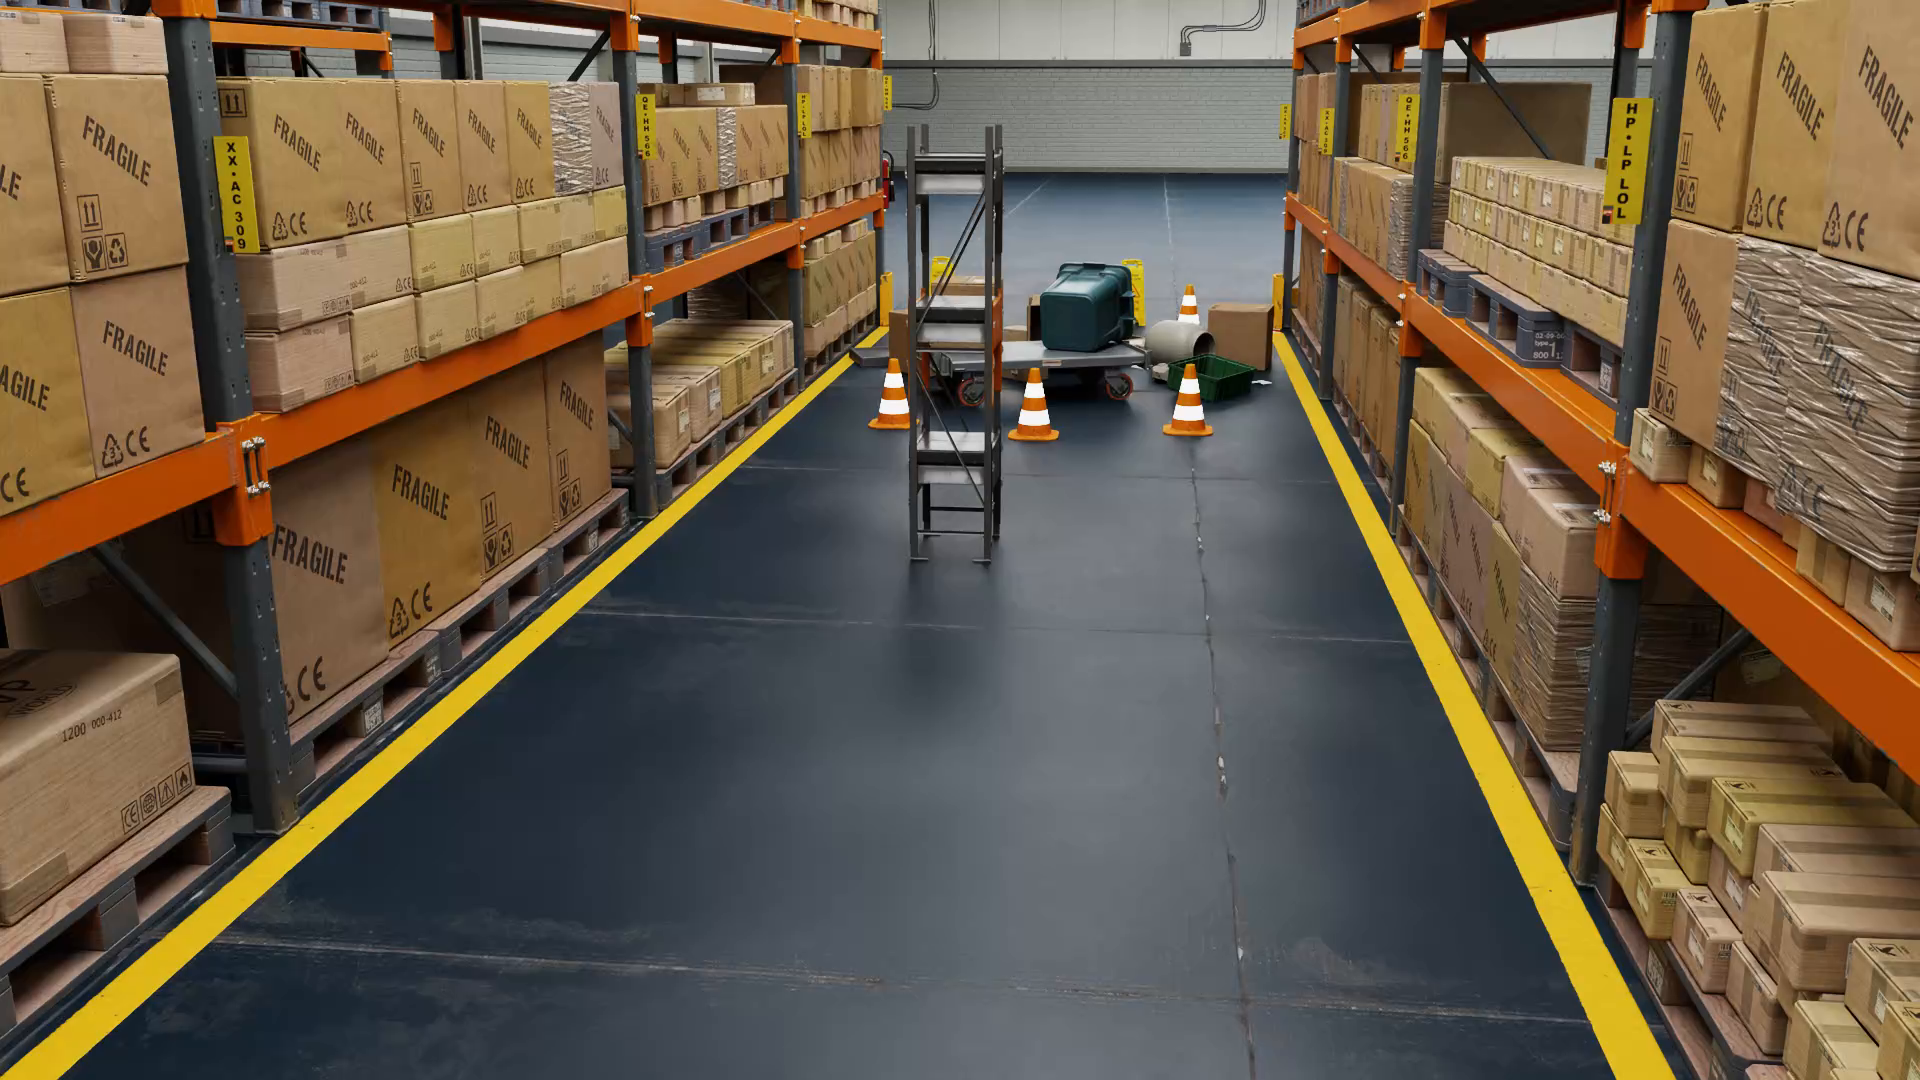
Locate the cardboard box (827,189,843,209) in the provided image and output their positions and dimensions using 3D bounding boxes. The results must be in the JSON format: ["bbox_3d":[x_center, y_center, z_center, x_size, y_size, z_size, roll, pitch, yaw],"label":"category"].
[{"bbox_3d":[-1.205,-2.902,14.128,0.380,0.149,0.250,2,15,7],"label":"cardboard box"}]

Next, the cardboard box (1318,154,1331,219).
[{"bbox_3d":[3.286,-2.811,13.025,0.875,0.550,0.550,2,15,6],"label":"cardboard box"}]

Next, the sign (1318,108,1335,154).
[{"bbox_3d":[2.665,-2.972,12.095,0.100,0.325,0.005,2,15,6],"label":"sign"}]

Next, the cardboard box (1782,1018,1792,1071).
[{"bbox_3d":[1.973,1.107,3.479,0.380,0.149,0.250,1,15,4],"label":"cardboard box"}]

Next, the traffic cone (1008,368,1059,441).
[{"bbox_3d":[0.499,-0.927,11.204,0.336,0.463,0.334,2,15,6],"label":"traffic cone"}]

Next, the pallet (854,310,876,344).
[{"bbox_3d":[-1.397,-2.081,15.954,1.003,0.211,1.213,2,15,6],"label":"pallet"}]

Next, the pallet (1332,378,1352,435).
[{"bbox_3d":[3.204,-0.951,11.776,1.003,0.211,1.213,2,15,6],"label":"pallet"}]

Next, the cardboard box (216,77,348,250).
[{"bbox_3d":[-2.281,-1.181,5.176,0.500,0.500,0.500,2,15,7],"label":"cardboard box"}]

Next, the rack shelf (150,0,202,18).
[{"bbox_3d":[-2.842,-1.126,2.713,1.077,0.370,4.000,2,15,6],"label":"rack shelf"}]

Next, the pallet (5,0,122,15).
[{"bbox_3d":[-6.732,-3.891,11.925,0.805,0.209,1.217,1,15,4],"label":"pallet"}]

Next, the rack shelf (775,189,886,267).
[{"bbox_3d":[-1.487,-2.791,14.614,1.077,0.370,4.000,2,15,6],"label":"rack shelf"}]

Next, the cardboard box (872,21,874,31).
[{"bbox_3d":[-1.024,-4.883,15.707,0.380,0.149,0.250,2,15,7],"label":"cardboard box"}]

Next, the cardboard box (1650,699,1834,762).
[{"bbox_3d":[2.069,0.545,4.418,0.380,0.149,0.250,2,15,9],"label":"cardboard box"}]

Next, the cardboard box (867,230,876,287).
[{"bbox_3d":[-1.093,-2.679,15.848,0.500,0.500,0.500,2,15,7],"label":"cardboard box"}]

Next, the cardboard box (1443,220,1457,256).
[{"bbox_3d":[2.514,-1.434,7.894,0.380,0.149,0.250,1,15,5],"label":"cardboard box"}]

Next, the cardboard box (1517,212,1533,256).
[{"bbox_3d":[2.341,-1.164,6.326,0.380,0.149,0.250,2,15,8],"label":"cardboard box"}]

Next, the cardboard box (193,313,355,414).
[{"bbox_3d":[-2.304,-0.578,5.342,0.500,0.250,0.500,1,15,5],"label":"cardboard box"}]

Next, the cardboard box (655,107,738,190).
[{"bbox_3d":[-1.715,-2.489,10.555,0.500,0.500,0.500,1,15,4],"label":"cardboard box"}]

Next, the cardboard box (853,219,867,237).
[{"bbox_3d":[-1.068,-2.895,15.404,0.380,0.149,0.250,2,15,8],"label":"cardboard box"}]

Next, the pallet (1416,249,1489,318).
[{"bbox_3d":[2.791,-1.182,7.653,1.213,0.211,1.003,2,15,6],"label":"pallet"}]

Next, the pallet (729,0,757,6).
[{"bbox_3d":[-2.003,-3.551,10.659,1.213,0.211,1.003,2,15,6],"label":"pallet"}]

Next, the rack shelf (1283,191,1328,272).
[{"bbox_3d":[3.442,-2.671,14.172,1.077,0.370,4.000,2,15,6],"label":"rack shelf"}]

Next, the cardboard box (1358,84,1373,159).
[{"bbox_3d":[3.166,-2.902,11.539,0.700,0.500,0.500,1,15,5],"label":"cardboard box"}]

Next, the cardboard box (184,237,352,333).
[{"bbox_3d":[-2.286,-0.819,5.274,0.500,0.250,0.500,1,15,5],"label":"cardboard box"}]

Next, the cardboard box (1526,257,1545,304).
[{"bbox_3d":[2.306,-0.953,6.117,0.380,0.149,0.250,2,15,9],"label":"cardboard box"}]

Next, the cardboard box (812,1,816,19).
[{"bbox_3d":[-1.363,-4.217,13.246,0.380,0.149,0.250,2,15,8],"label":"cardboard box"}]

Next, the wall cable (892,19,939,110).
[{"bbox_3d":[-2.137,-13.551,47.485,3.097,2.526,0.112,2,15,6],"label":"wall cable"}]

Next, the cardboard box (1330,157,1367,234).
[{"bbox_3d":[2.890,-2.419,11.672,0.500,0.500,0.500,2,15,7],"label":"cardboard box"}]

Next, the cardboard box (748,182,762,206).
[{"bbox_3d":[-1.563,-2.357,11.310,0.380,0.149,0.250,2,15,7],"label":"cardboard box"}]

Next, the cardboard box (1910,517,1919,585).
[{"bbox_3d":[1.835,-0.098,2.515,0.500,0.500,0.500,2,15,9],"label":"cardboard box"}]

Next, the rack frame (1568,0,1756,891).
[{"bbox_3d":[2.314,-0.425,4.486,1.000,3.000,0.127,2,15,6],"label":"rack frame"}]

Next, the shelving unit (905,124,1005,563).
[{"bbox_3d":[-0.019,-0.971,8.229,0.431,2.100,0.503,2,15,6],"label":"shelving unit"}]

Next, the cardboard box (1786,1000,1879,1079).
[{"bbox_3d":[1.845,1.026,3.207,0.380,0.149,0.250,2,15,6],"label":"cardboard box"}]

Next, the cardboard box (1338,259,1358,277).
[{"bbox_3d":[3.357,-1.838,12.978,0.875,0.875,0.875,2,15,7],"label":"cardboard box"}]

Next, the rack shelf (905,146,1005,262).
[{"bbox_3d":[-0.019,-1.633,8.050,0.431,0.518,0.480,2,15,6],"label":"rack shelf"}]

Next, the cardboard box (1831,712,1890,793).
[{"bbox_3d":[2.532,0.561,4.357,0.380,0.149,0.250,2,15,8],"label":"cardboard box"}]

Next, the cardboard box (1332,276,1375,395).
[{"bbox_3d":[3.236,-1.453,11.793,1.050,0.750,0.750,2,15,6],"label":"cardboard box"}]

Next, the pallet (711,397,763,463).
[{"bbox_3d":[-1.935,-0.754,11.046,1.003,0.211,1.213,2,15,6],"label":"pallet"}]

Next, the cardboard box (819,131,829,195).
[{"bbox_3d":[-1.353,-3.048,13.426,0.500,0.500,0.500,2,15,6],"label":"cardboard box"}]

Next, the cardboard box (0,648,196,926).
[{"bbox_3d":[-2.793,0.649,4.618,0.875,0.438,0.875,1,15,5],"label":"cardboard box"}]

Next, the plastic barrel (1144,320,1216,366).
[{"bbox_3d":[1.820,-1.595,13.751,0.421,0.421,0.512,-14,20,-42],"label":"plastic barrel"}]

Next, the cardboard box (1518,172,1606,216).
[{"bbox_3d":[2.342,-1.311,6.302,0.380,0.149,0.250,1,15,5],"label":"cardboard box"}]

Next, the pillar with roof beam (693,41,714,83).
[{"bbox_3d":[-0.860,-11.086,32.419,9.100,9.000,0.400,2,15,6],"label":"pillar with roof beam"}]

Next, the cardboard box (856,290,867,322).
[{"bbox_3d":[-1.152,-2.180,15.442,0.500,0.250,0.500,2,15,6],"label":"cardboard box"}]

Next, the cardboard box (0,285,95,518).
[{"bbox_3d":[-2.467,-0.331,3.949,0.500,0.500,0.500,1,15,5],"label":"cardboard box"}]

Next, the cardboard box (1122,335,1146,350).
[{"bbox_3d":[1.581,-1.680,14.366,0.396,0.266,0.258,4,16,16],"label":"cardboard box"}]

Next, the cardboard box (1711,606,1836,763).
[{"bbox_3d":[2.661,0.395,5.438,0.500,0.500,0.500,2,15,8],"label":"cardboard box"}]

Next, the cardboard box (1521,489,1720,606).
[{"bbox_3d":[2.147,0.017,5.402,0.500,0.250,0.500,1,15,5],"label":"cardboard box"}]

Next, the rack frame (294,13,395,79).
[{"bbox_3d":[-6.194,-3.802,16.976,1.000,3.000,0.127,2,15,6],"label":"rack frame"}]

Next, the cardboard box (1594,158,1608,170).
[{"bbox_3d":[3.166,-1.690,7.703,0.380,0.149,0.250,1,15,4],"label":"cardboard box"}]

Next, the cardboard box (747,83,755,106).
[{"bbox_3d":[-1.606,-3.021,11.281,0.380,0.149,0.250,1,15,5],"label":"cardboard box"}]

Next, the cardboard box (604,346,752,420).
[{"bbox_3d":[-1.924,-1.050,11.030,0.950,0.372,0.625,2,15,8],"label":"cardboard box"}]

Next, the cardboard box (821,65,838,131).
[{"bbox_3d":[-1.369,-3.533,13.306,0.700,0.500,0.500,2,15,7],"label":"cardboard box"}]
